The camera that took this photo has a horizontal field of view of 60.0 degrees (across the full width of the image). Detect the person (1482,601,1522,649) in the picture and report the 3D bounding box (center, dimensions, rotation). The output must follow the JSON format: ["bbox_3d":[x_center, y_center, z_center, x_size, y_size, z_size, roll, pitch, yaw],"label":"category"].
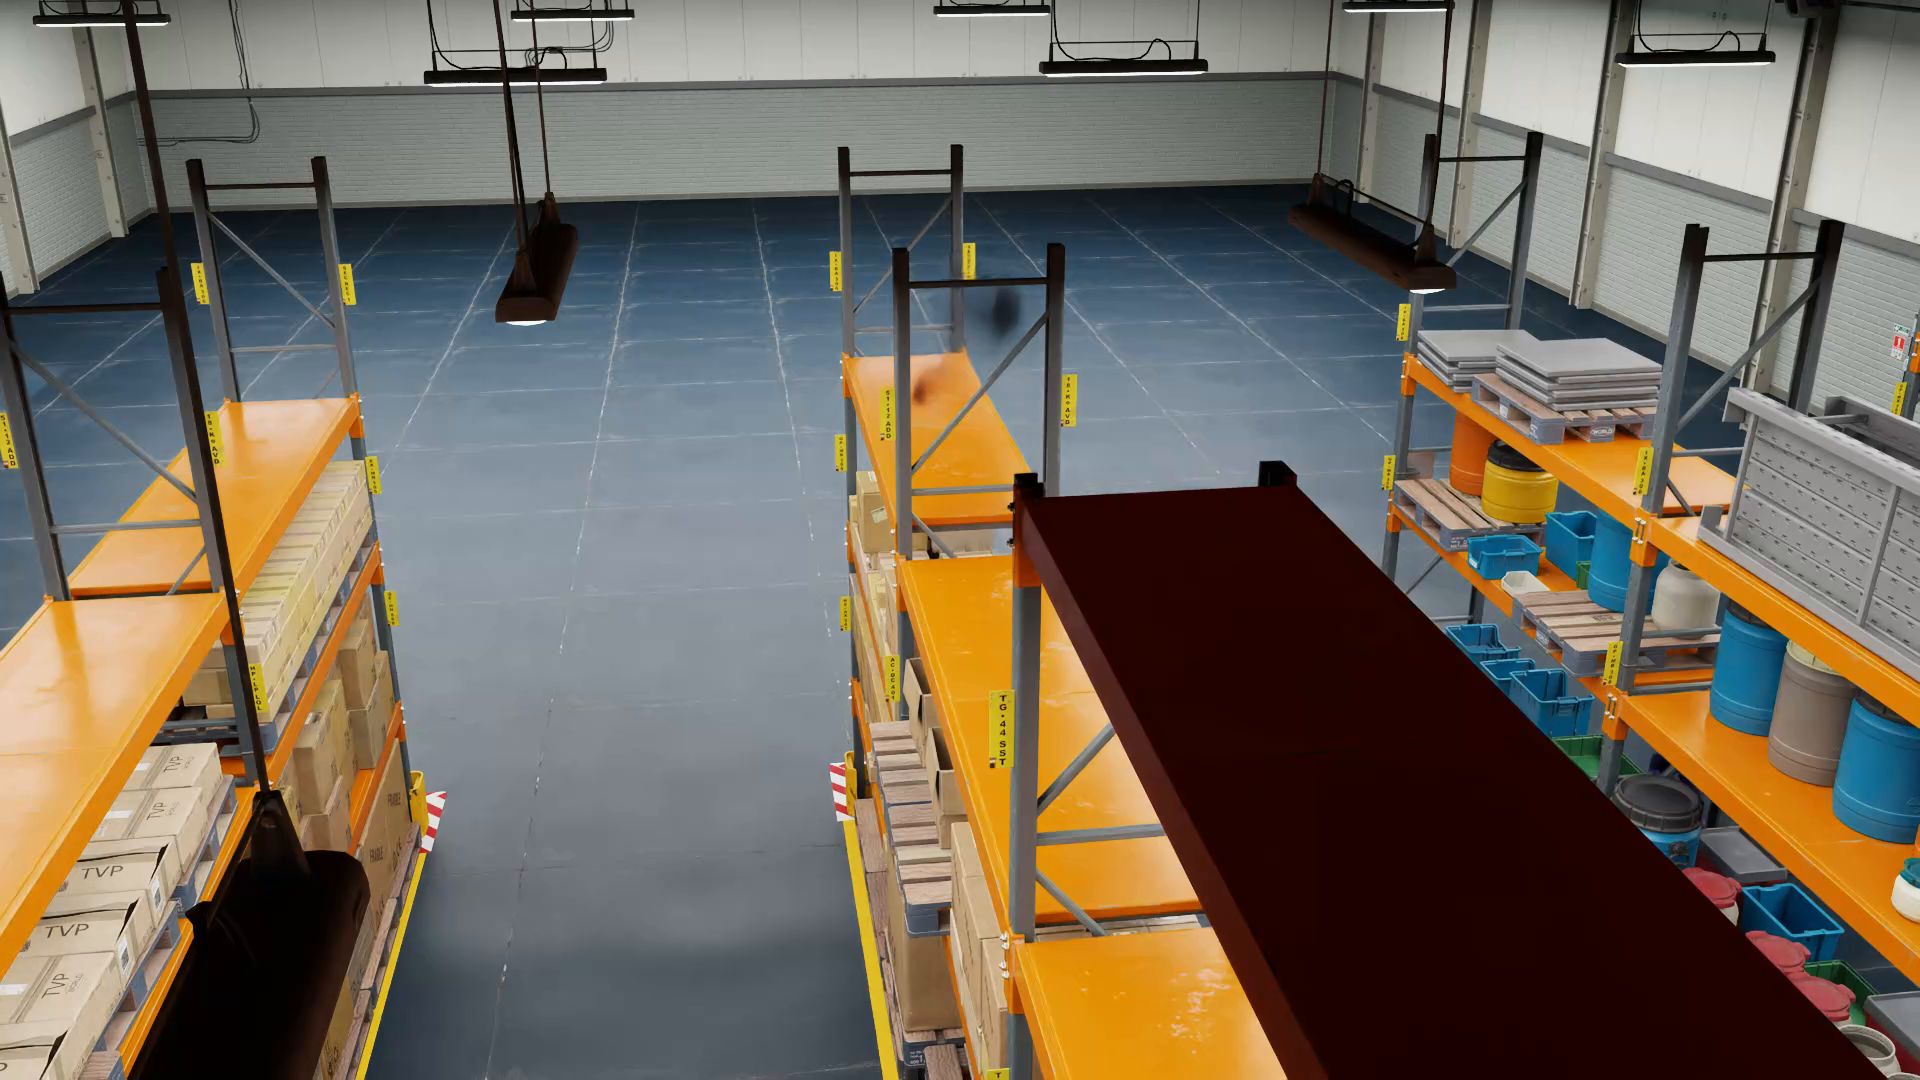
[{"bbox_3d":[5.361,1.082,16.796,0.509,1.564,0.644,19,28,39],"label":"person"}]
